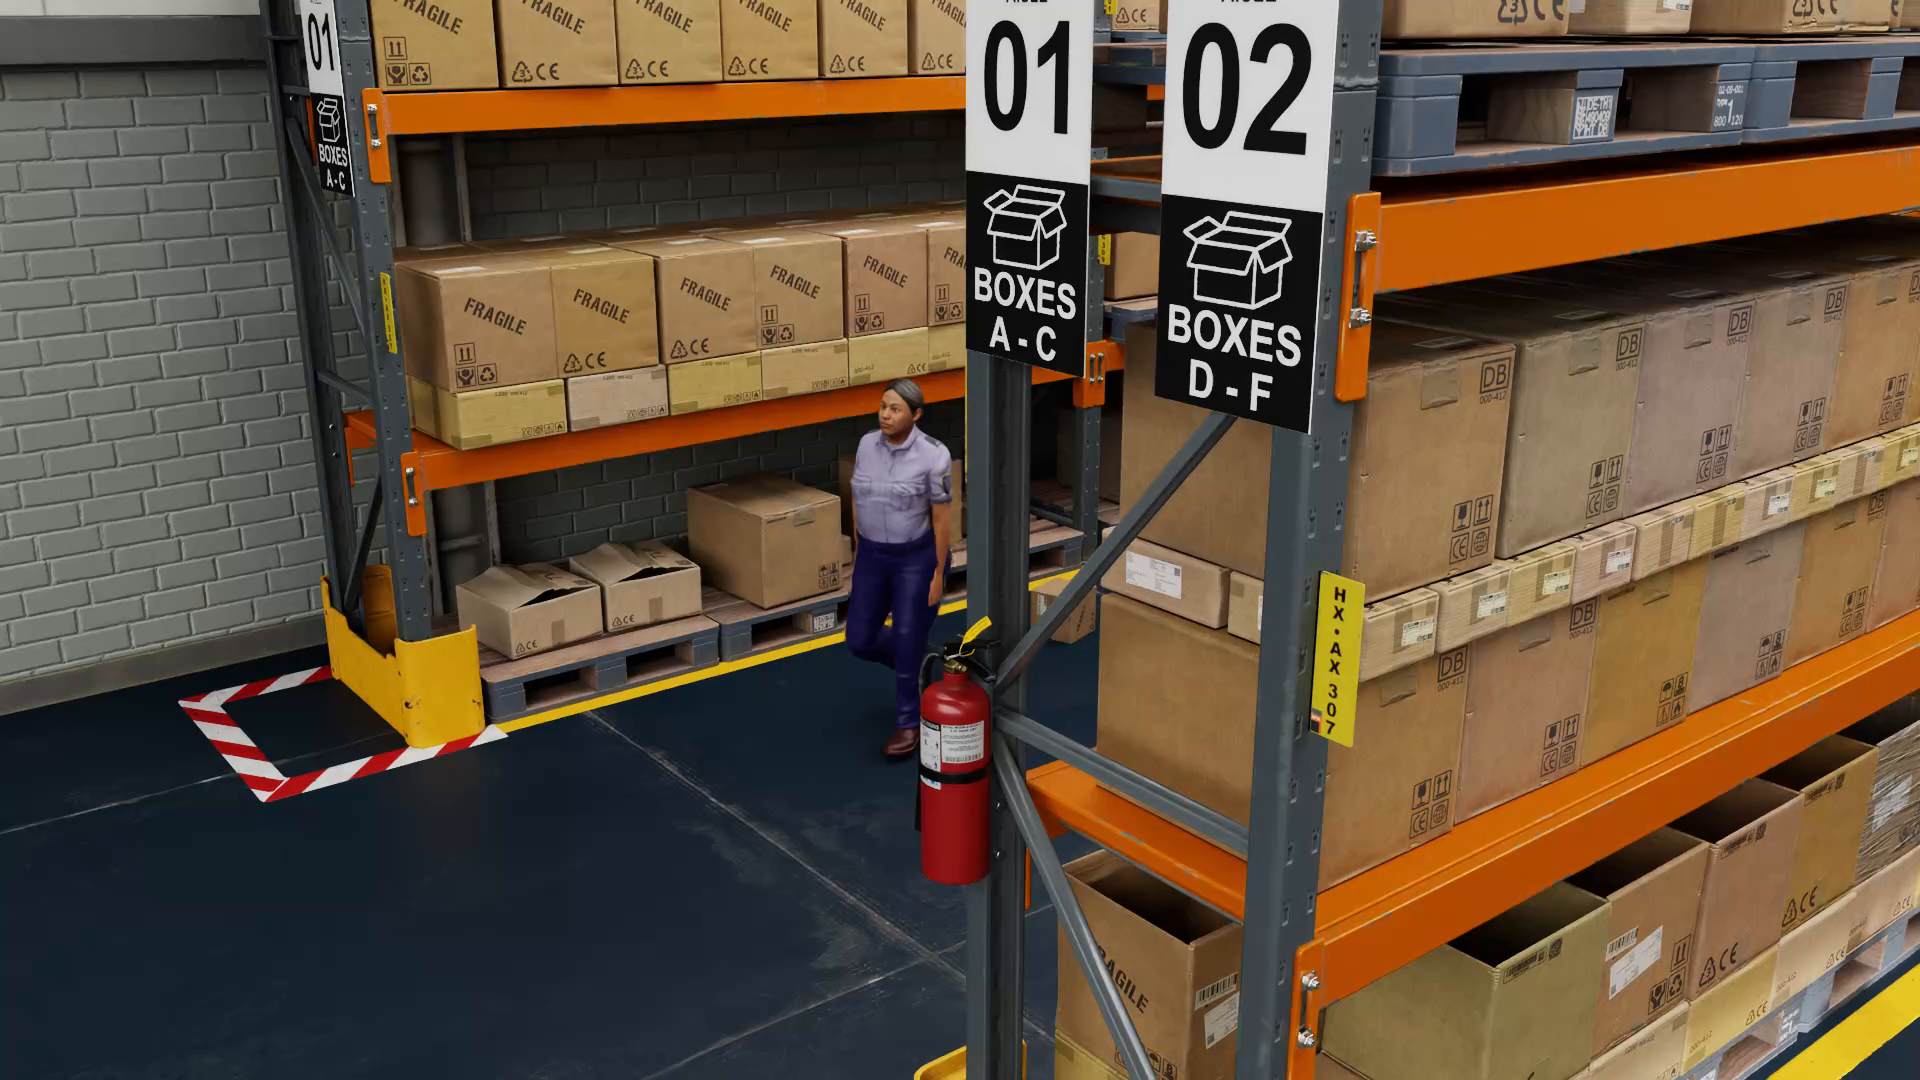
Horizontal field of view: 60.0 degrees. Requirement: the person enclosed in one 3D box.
[{"bbox_3d":[-0.232,0.046,7.263,0.486,1.568,0.482,9,20,26],"label":"person"}]
